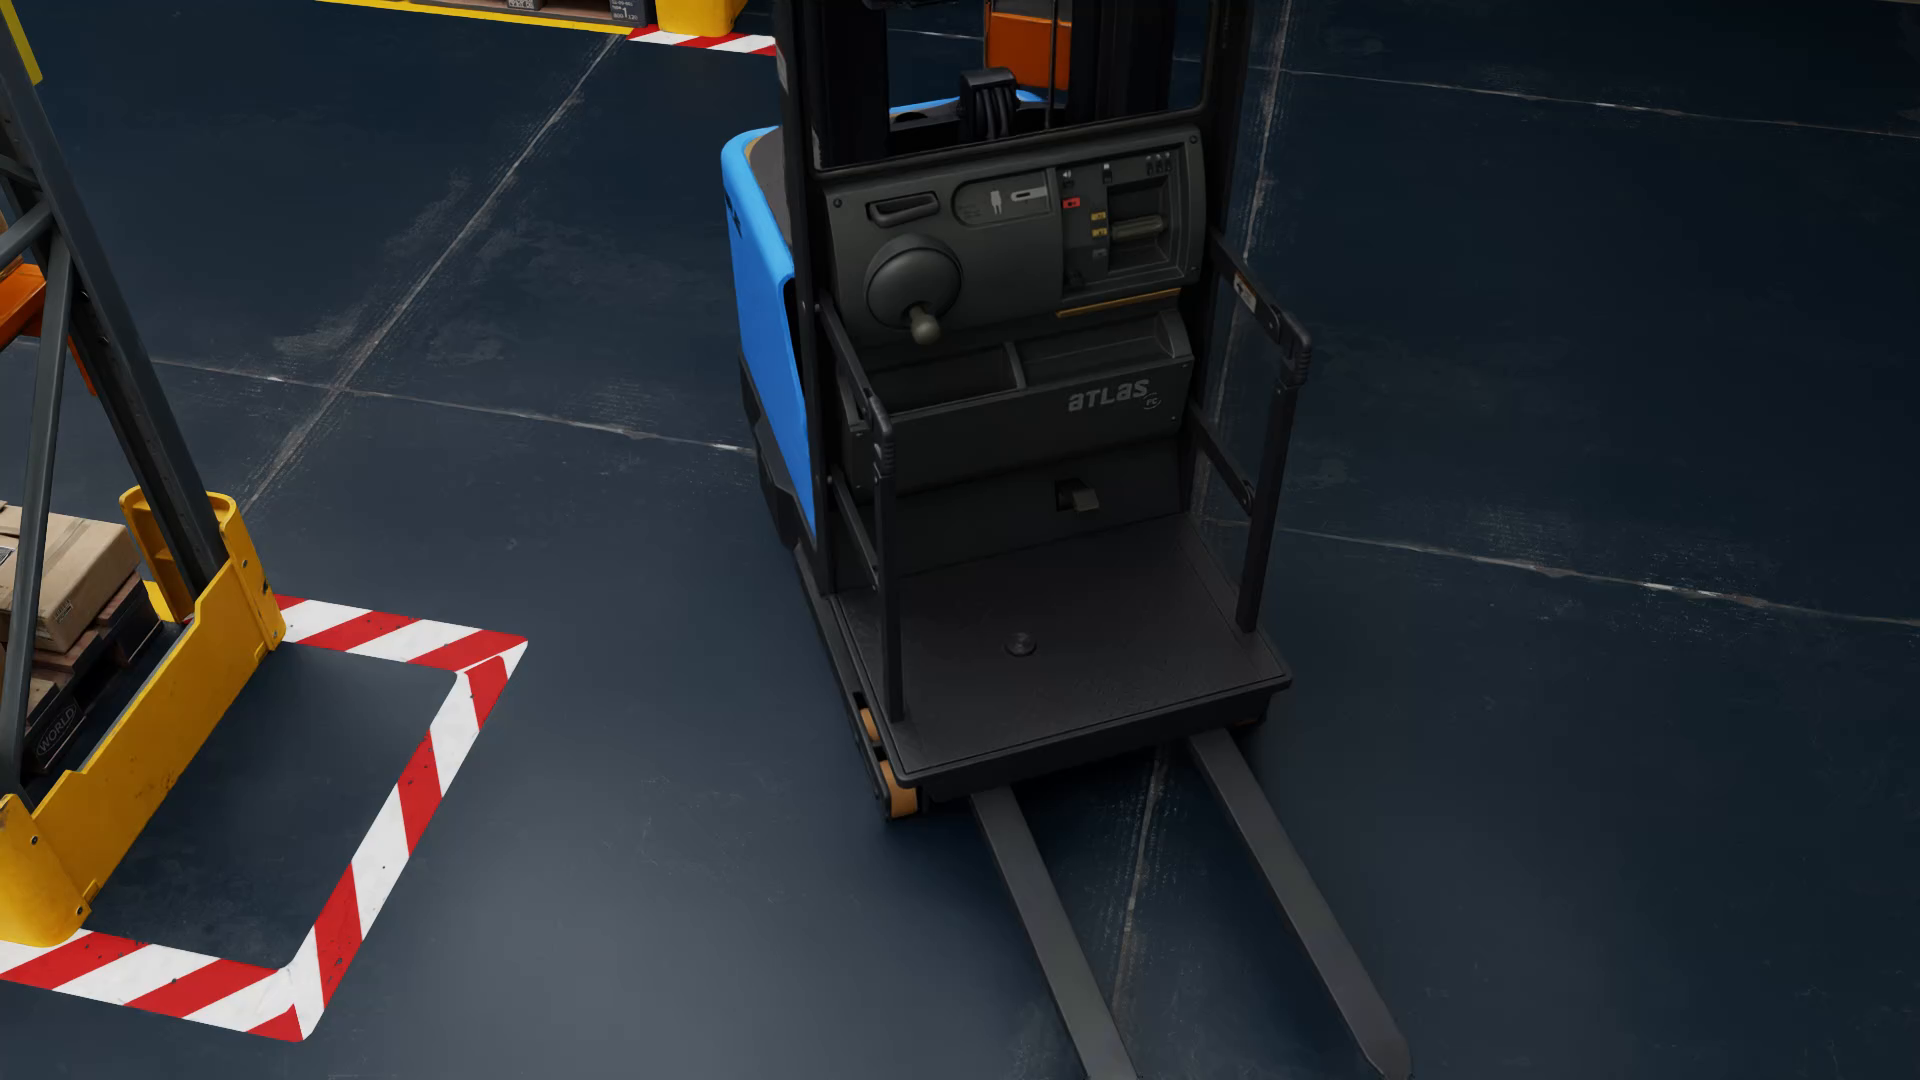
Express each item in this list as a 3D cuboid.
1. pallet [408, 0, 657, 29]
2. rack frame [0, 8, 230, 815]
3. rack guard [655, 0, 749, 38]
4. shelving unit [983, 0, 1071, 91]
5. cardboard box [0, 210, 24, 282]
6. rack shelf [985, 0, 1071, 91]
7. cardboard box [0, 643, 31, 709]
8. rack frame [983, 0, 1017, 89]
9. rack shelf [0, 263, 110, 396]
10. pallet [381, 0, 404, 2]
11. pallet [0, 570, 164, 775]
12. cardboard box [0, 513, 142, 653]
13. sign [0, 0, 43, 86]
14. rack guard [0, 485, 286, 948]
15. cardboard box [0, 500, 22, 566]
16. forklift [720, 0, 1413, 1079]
[{"bbox_3d":[-1.940,-2.873,8.082,1.213,0.211,1.003,9,45,9],"label":"pallet"},{"bbox_3d":[-2.221,-0.456,3.561,0.127,3.000,1.000,9,45,9],"label":"rack frame"},{"bbox_3d":[-1.119,-2.905,7.907,0.348,0.500,1.175,9,45,9],"label":"rack guard"},{"bbox_3d":[0.369,-1.558,5.354,0.503,2.100,0.431,12,45,12],"label":"shelving unit"},{"bbox_3d":[-2.596,-0.738,3.781,0.500,0.500,0.500,10,45,10],"label":"cardboard box"},{"bbox_3d":[0.369,-1.548,5.364,0.480,0.518,0.431,12,45,12],"label":"rack shelf"},{"bbox_3d":[-2.805,0.370,4.188,0.500,0.500,0.500,9,45,9],"label":"cardboard box"},{"bbox_3d":[0.135,-1.606,5.405,0.015,2.100,0.400,12,45,12],"label":"rack frame"},{"bbox_3d":[-4.172,-0.500,4.125,4.000,0.370,1.077,9,45,9],"label":"rack shelf"},{"bbox_3d":[-3.127,-3.059,8.276,1.213,0.211,1.003,9,45,9],"label":"pallet"},{"bbox_3d":[-3.073,0.417,4.665,1.213,0.211,1.003,9,45,9],"label":"pallet"},{"bbox_3d":[-2.554,0.116,4.705,0.250,0.149,0.380,9,45,9],"label":"cardboard box"},{"bbox_3d":[-2.102,-1.135,3.642,0.005,0.325,0.100,9,45,9],"label":"sign"},{"bbox_3d":[-2.295,0.433,4.440,0.348,0.500,1.175,9,45,9],"label":"rack guard"},{"bbox_3d":[-2.798,0.072,4.738,0.250,0.166,0.380,9,45,9],"label":"cardboard box"},{"bbox_3d":[0.216,-0.631,3.792,1.130,2.935,3.031,-13,45,-13],"label":"forklift"}]
